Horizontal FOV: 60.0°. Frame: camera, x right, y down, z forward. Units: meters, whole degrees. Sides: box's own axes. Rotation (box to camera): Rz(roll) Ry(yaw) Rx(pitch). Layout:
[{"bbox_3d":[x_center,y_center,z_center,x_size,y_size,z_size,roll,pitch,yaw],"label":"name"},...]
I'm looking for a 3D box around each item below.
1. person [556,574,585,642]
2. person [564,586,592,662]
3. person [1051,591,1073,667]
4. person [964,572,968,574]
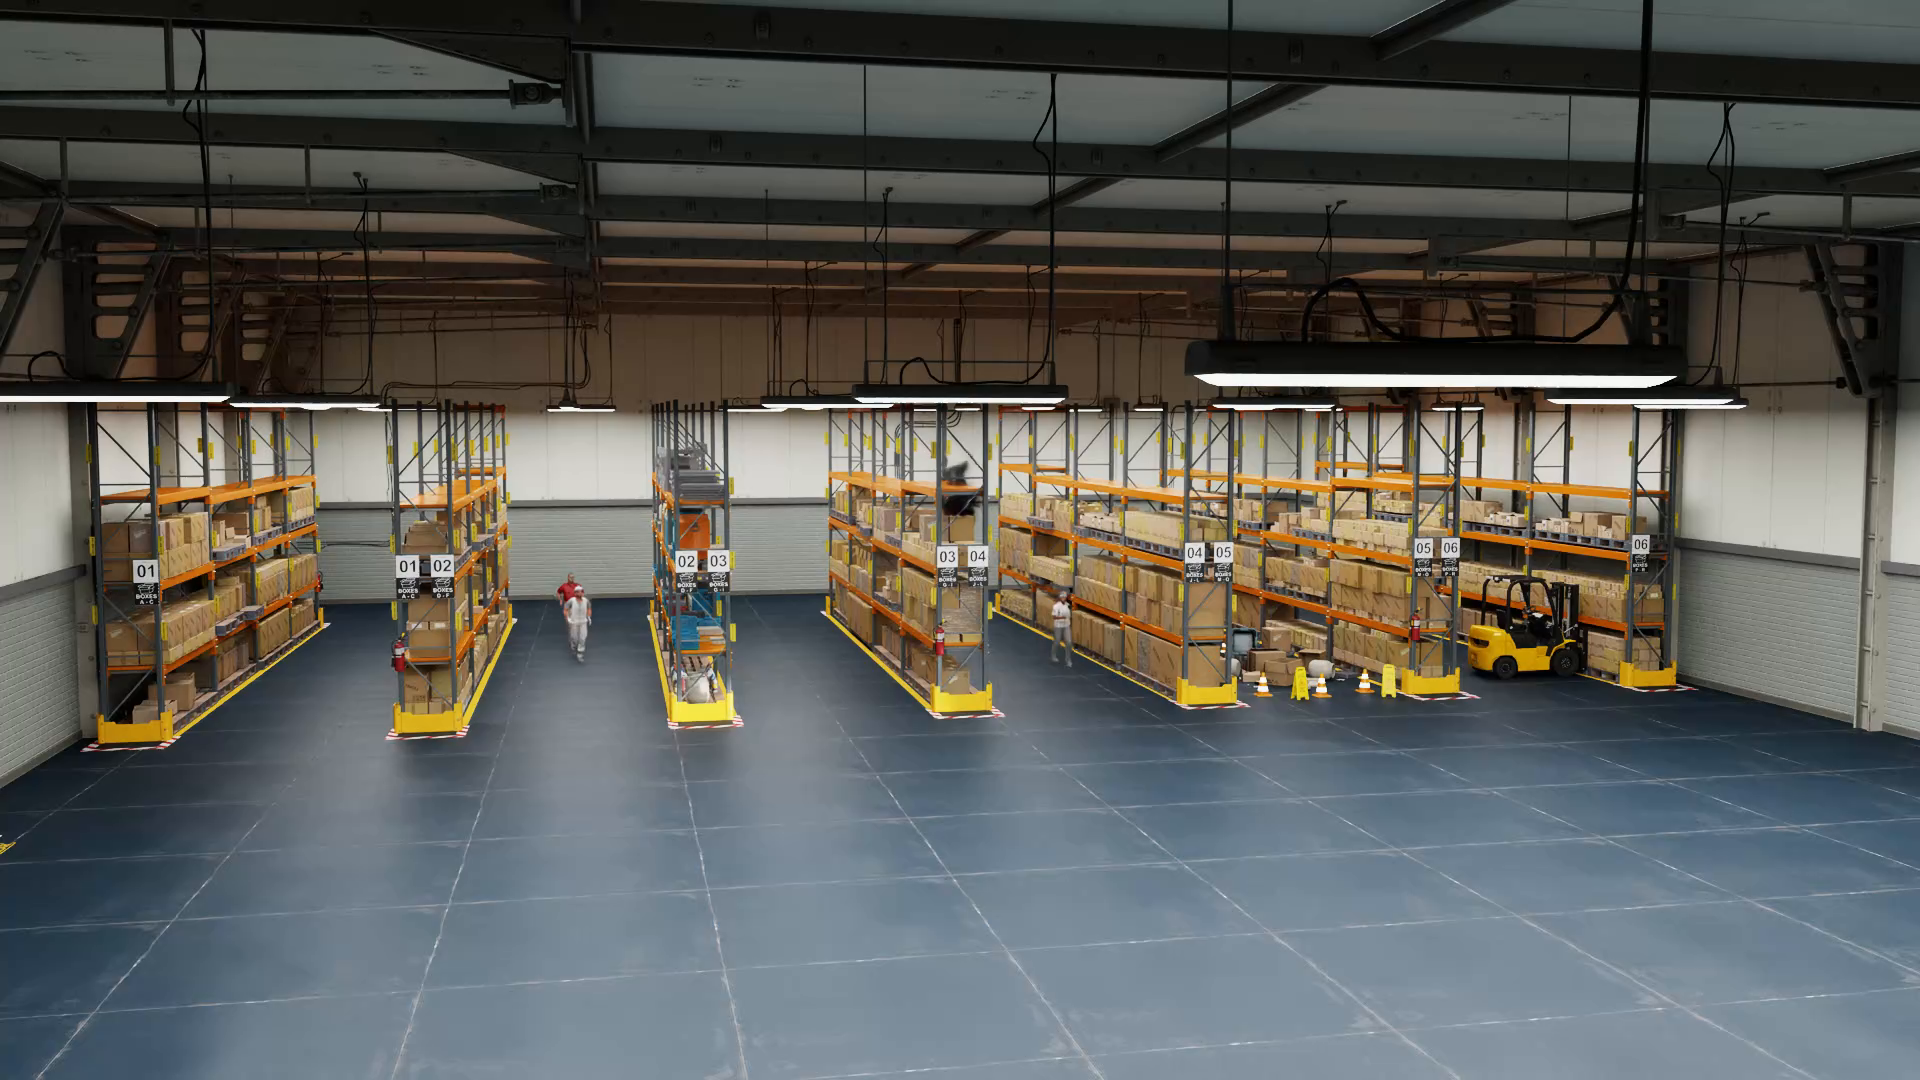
[{"bbox_3d":[-9.806,1.695,41.978,0.672,1.700,0.953,-2,5,-24],"label":"person"},{"bbox_3d":[-8.871,1.941,38.660,0.664,1.756,0.706,-2,5,-22],"label":"person"},{"bbox_3d":[2.324,2.019,38.000,0.519,1.741,0.828,-1,5,-18],"label":"person"},{"bbox_3d":[-0.162,1.183,48.719,0.785,1.724,1.085,2,5,22],"label":"person"}]
